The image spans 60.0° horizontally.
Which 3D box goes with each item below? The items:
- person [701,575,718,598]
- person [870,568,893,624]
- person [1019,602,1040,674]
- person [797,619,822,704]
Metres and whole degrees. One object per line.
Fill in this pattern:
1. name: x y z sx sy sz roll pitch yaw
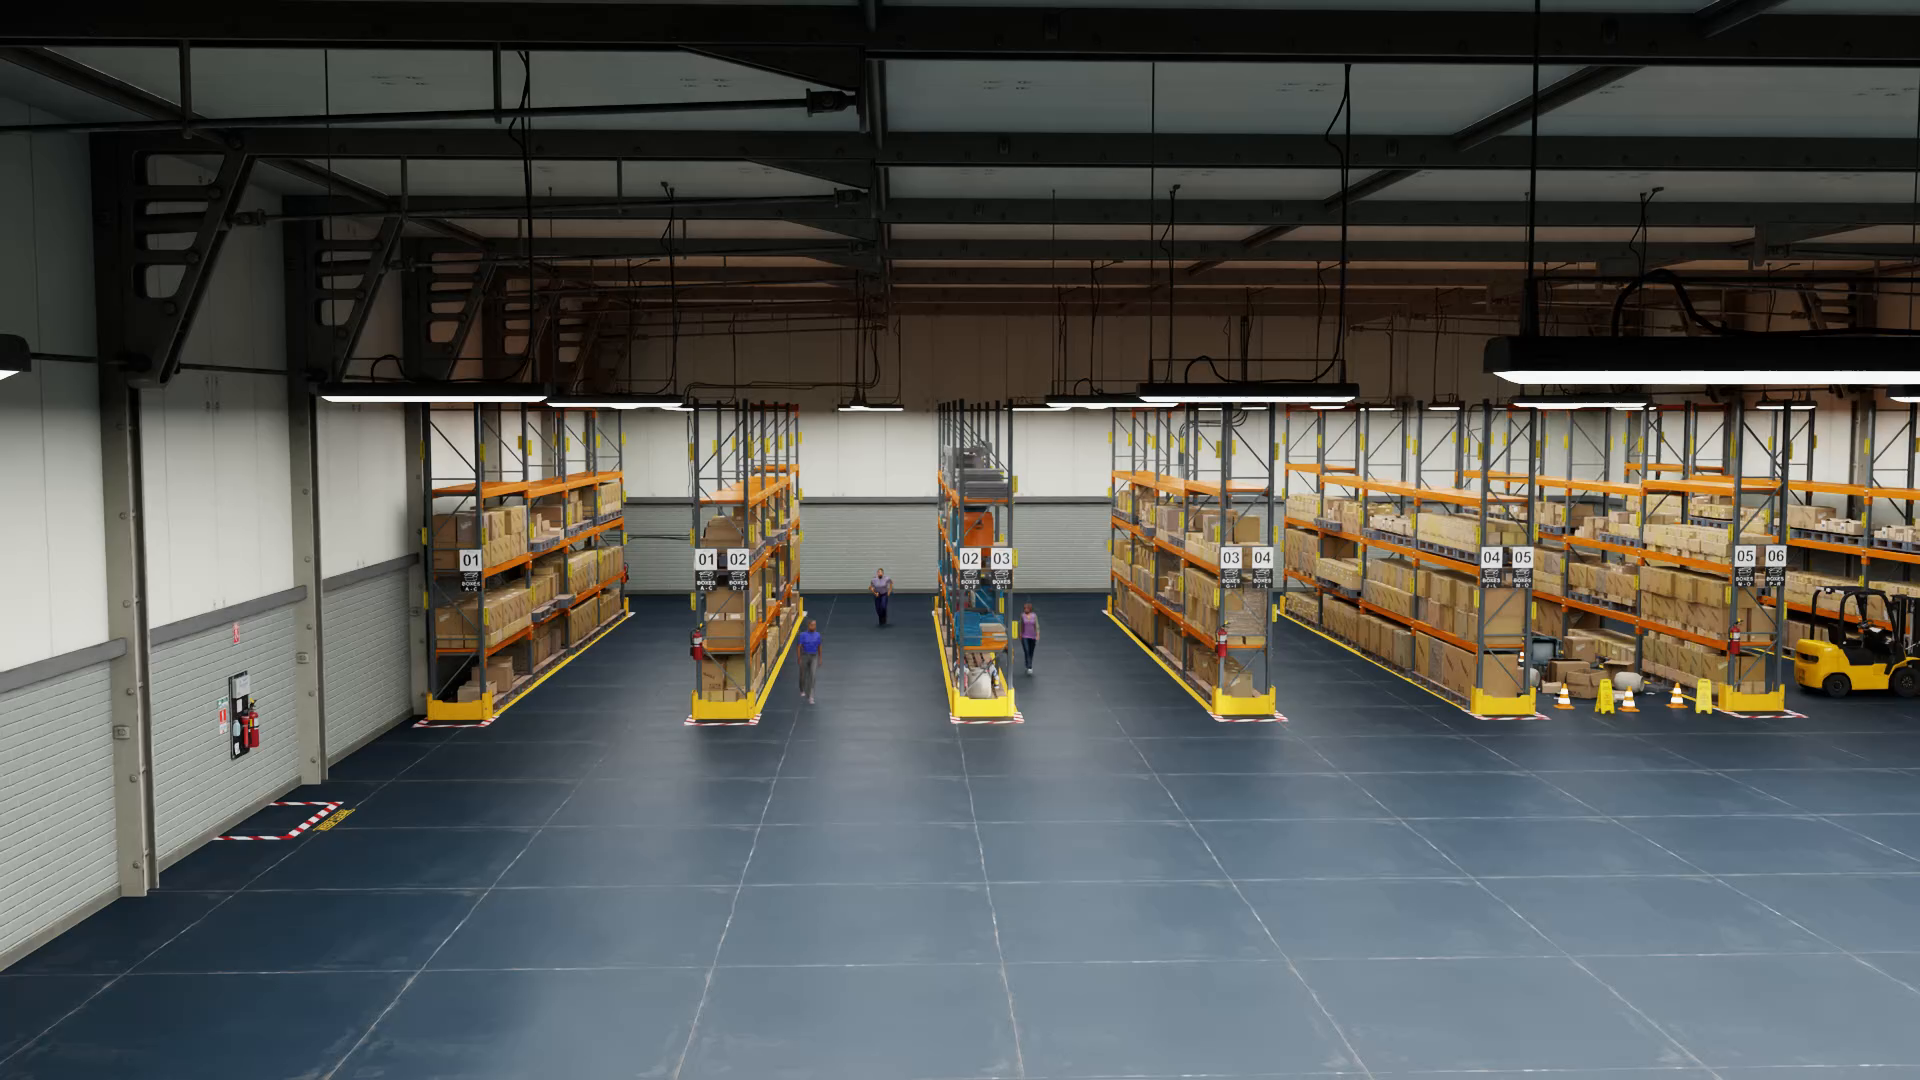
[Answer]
1. person: -7.588 1.049 50.969 1.086 1.602 0.464 1 4 15
2. person: -2.120 1.531 44.969 0.607 1.562 0.752 1 4 7
3. person: 1.529 2.152 36.515 0.439 1.557 0.919 0 4 -5
4. person: -3.001 2.404 33.232 0.543 1.626 0.805 -2 5 -19
